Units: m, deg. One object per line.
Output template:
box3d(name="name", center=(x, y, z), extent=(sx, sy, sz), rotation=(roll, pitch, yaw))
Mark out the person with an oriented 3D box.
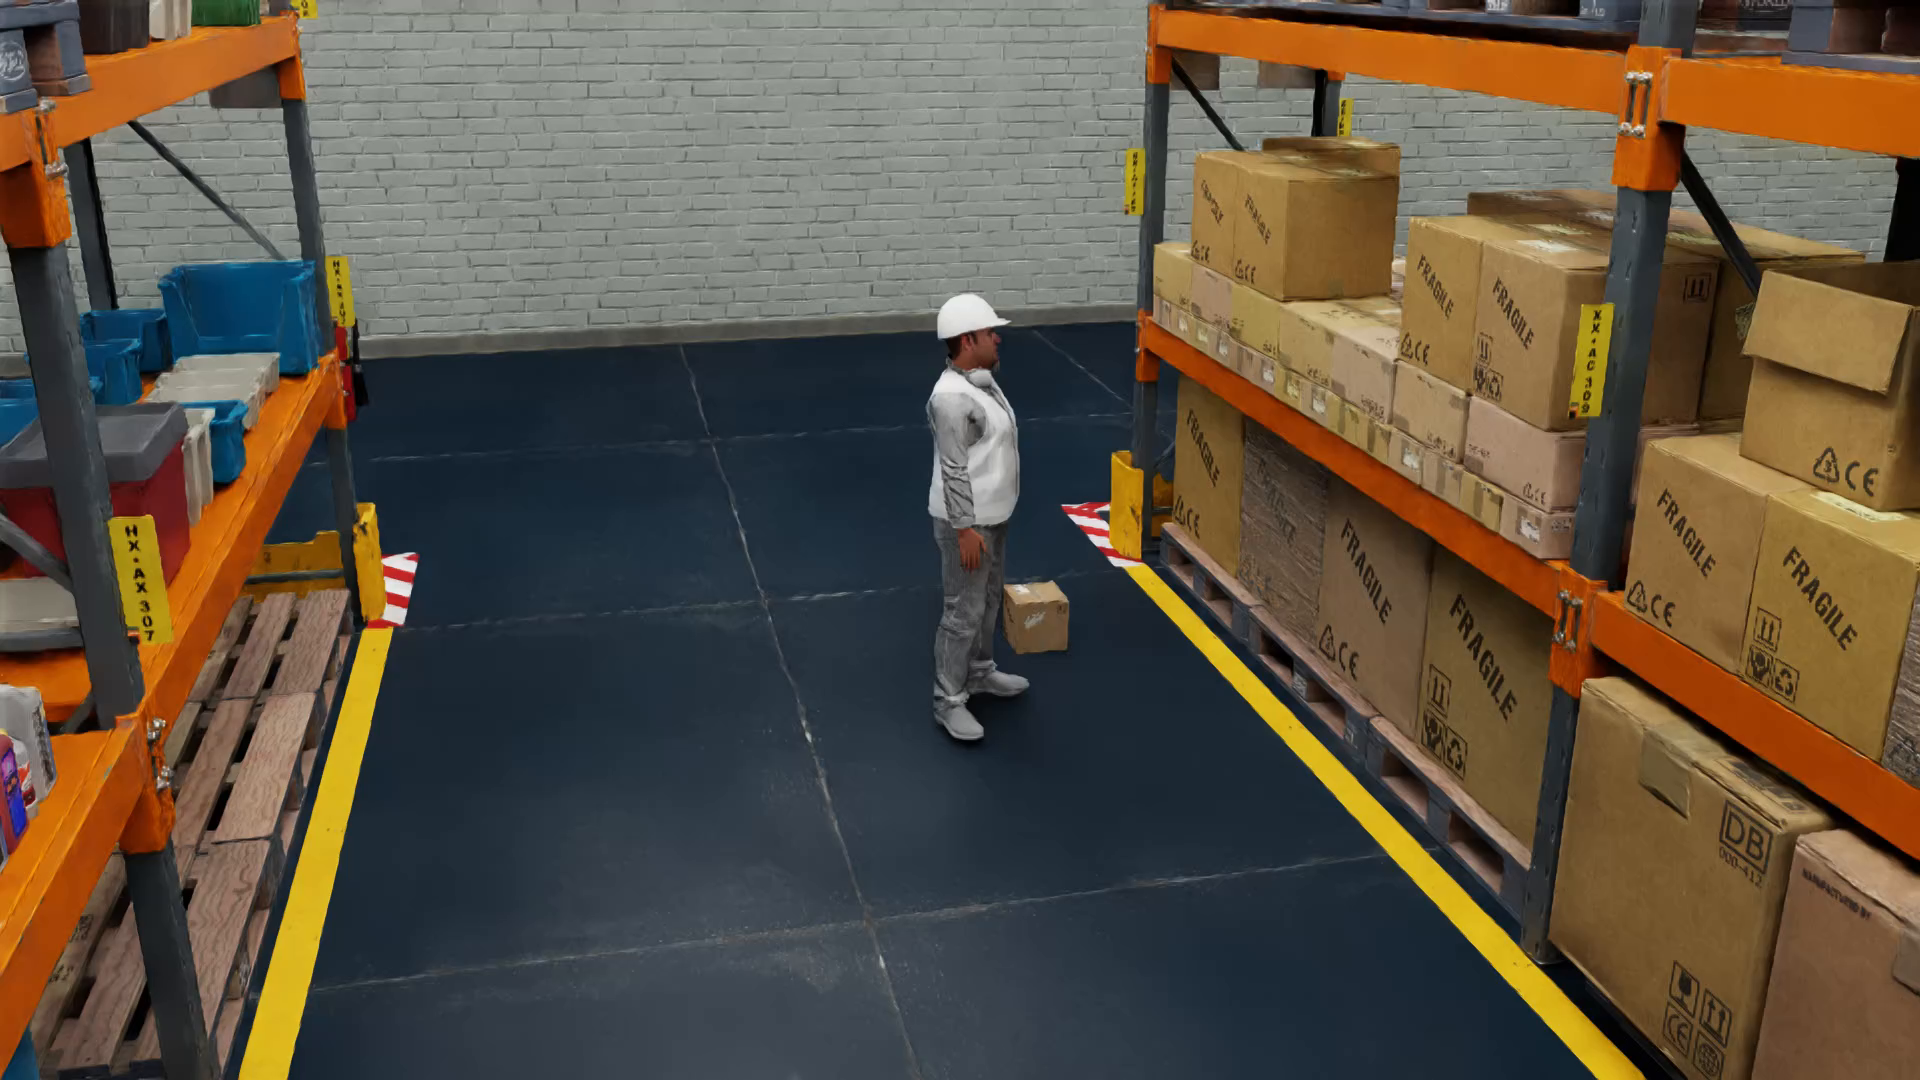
box3d(name="person", center=(0.069, -0.118, 6.781), extent=(0.379, 1.783, 0.628), rotation=(4, 20, 12))
